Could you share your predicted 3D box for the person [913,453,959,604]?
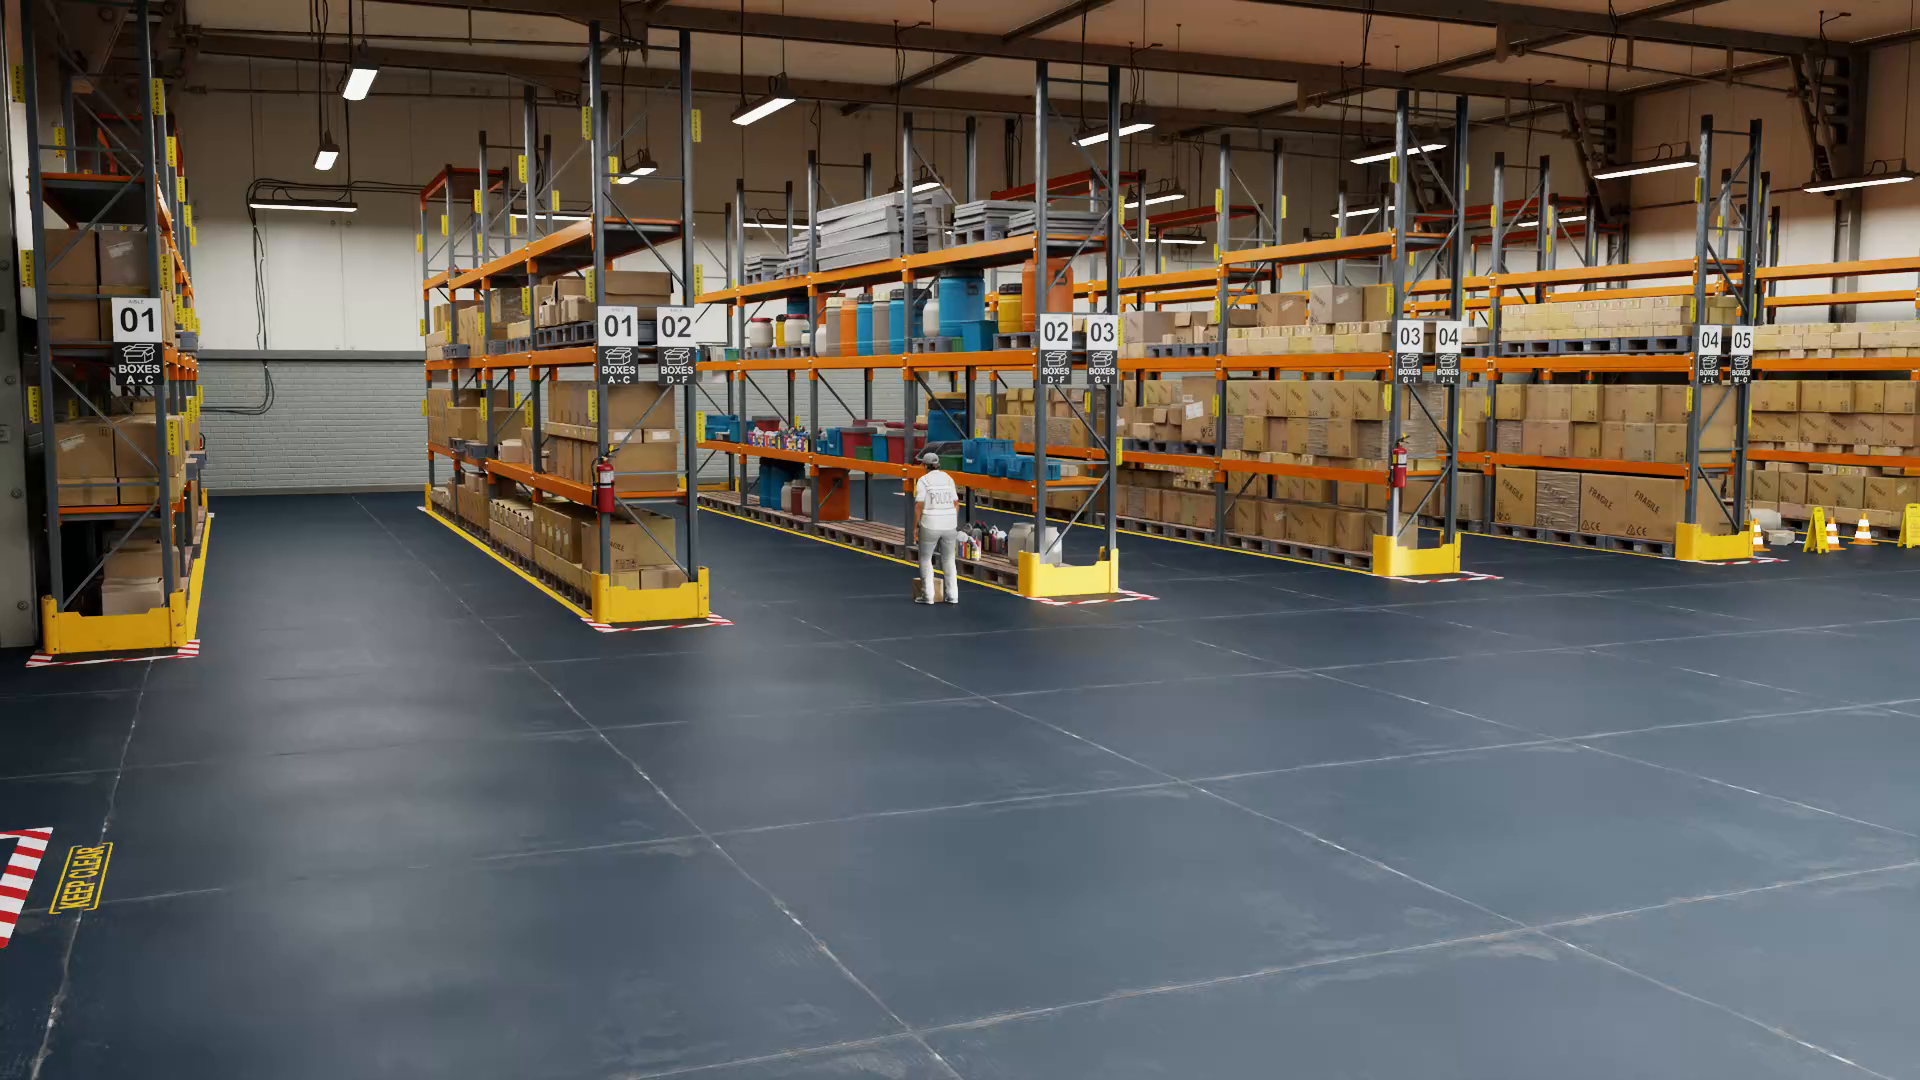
[{"bbox_3d":[-0.264,-0.127,18.297,0.547,1.666,0.471,-3,6,-24],"label":"person"}]
